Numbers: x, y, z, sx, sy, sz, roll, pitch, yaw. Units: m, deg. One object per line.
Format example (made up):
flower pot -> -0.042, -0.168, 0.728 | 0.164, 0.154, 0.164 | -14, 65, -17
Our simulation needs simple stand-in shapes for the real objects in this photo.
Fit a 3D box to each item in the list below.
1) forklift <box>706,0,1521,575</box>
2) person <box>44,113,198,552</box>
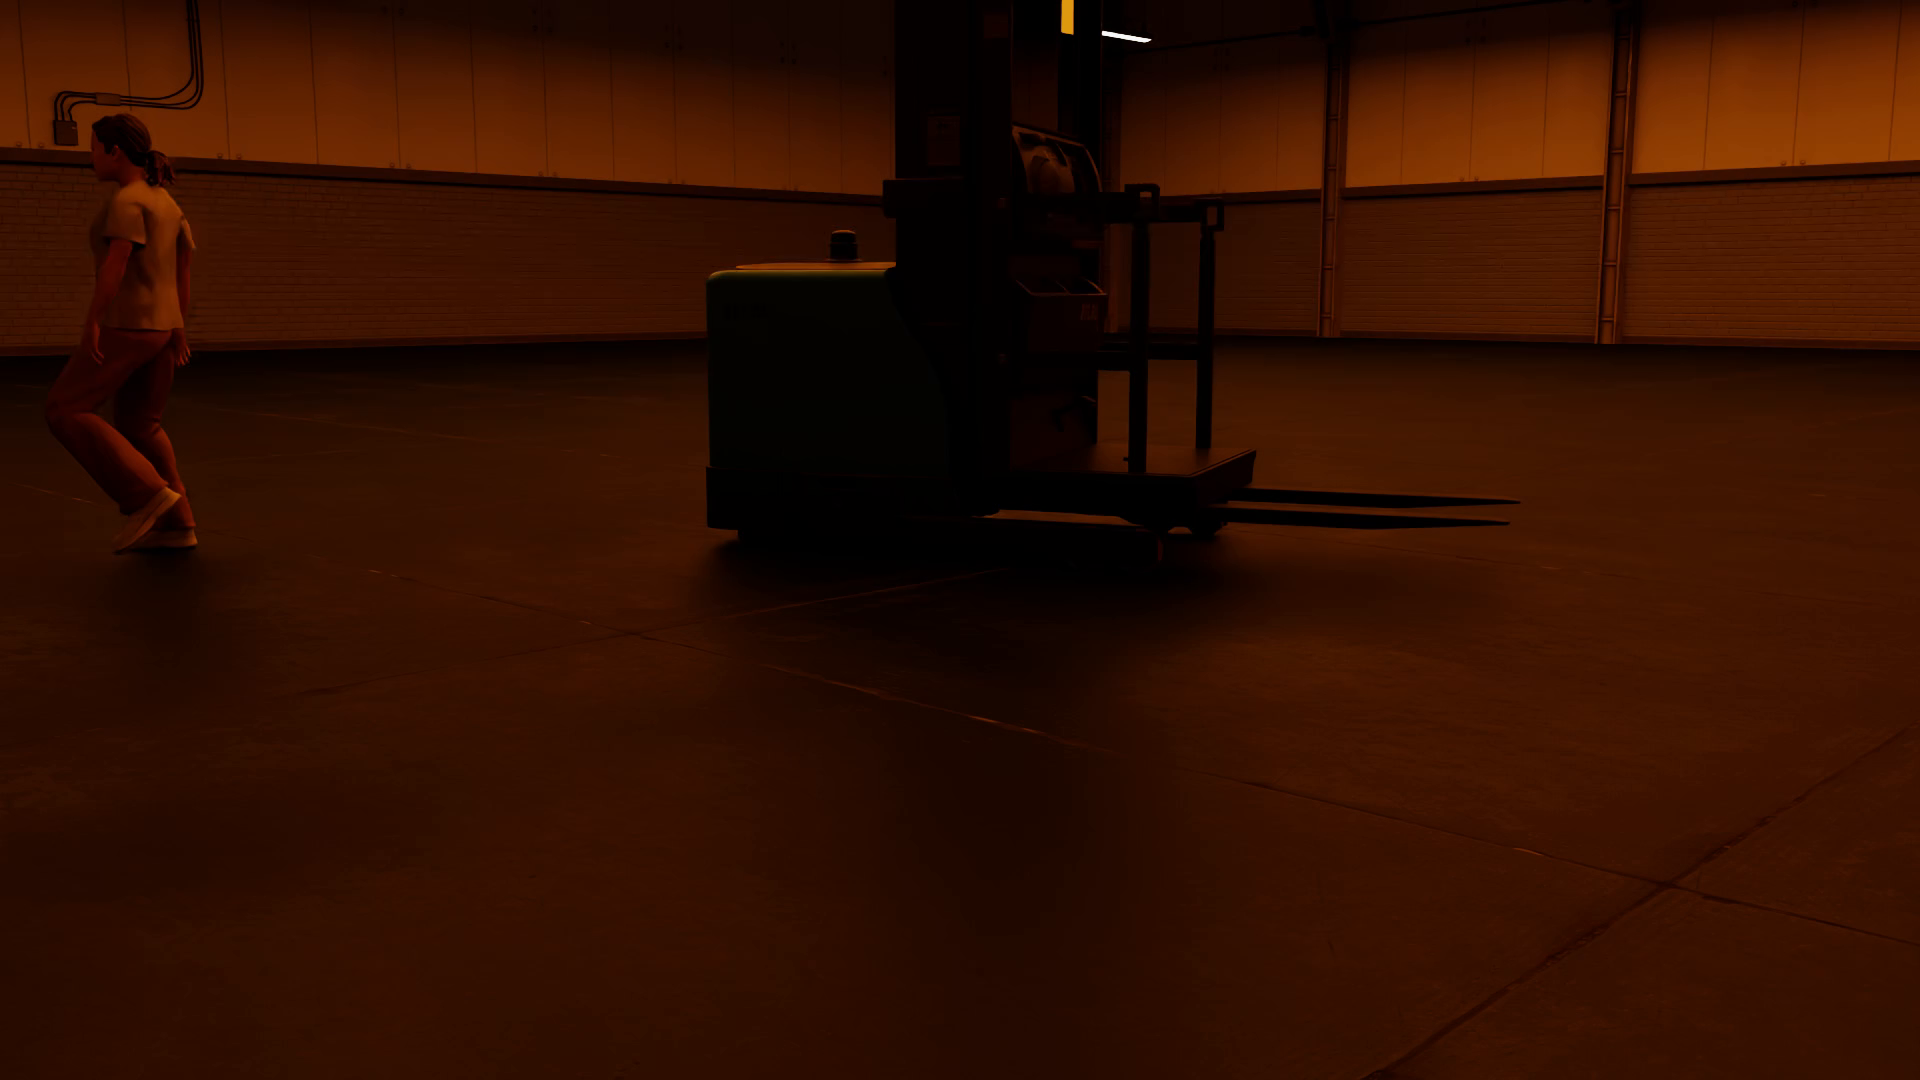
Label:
forklift -> 0.565, -1.416, 6.275 | 3.031, 2.935, 1.130 | 3, 9, 22
person -> -3.181, -0.776, 6.325 | 0.464, 1.655, 0.604 | -1, 9, -6
